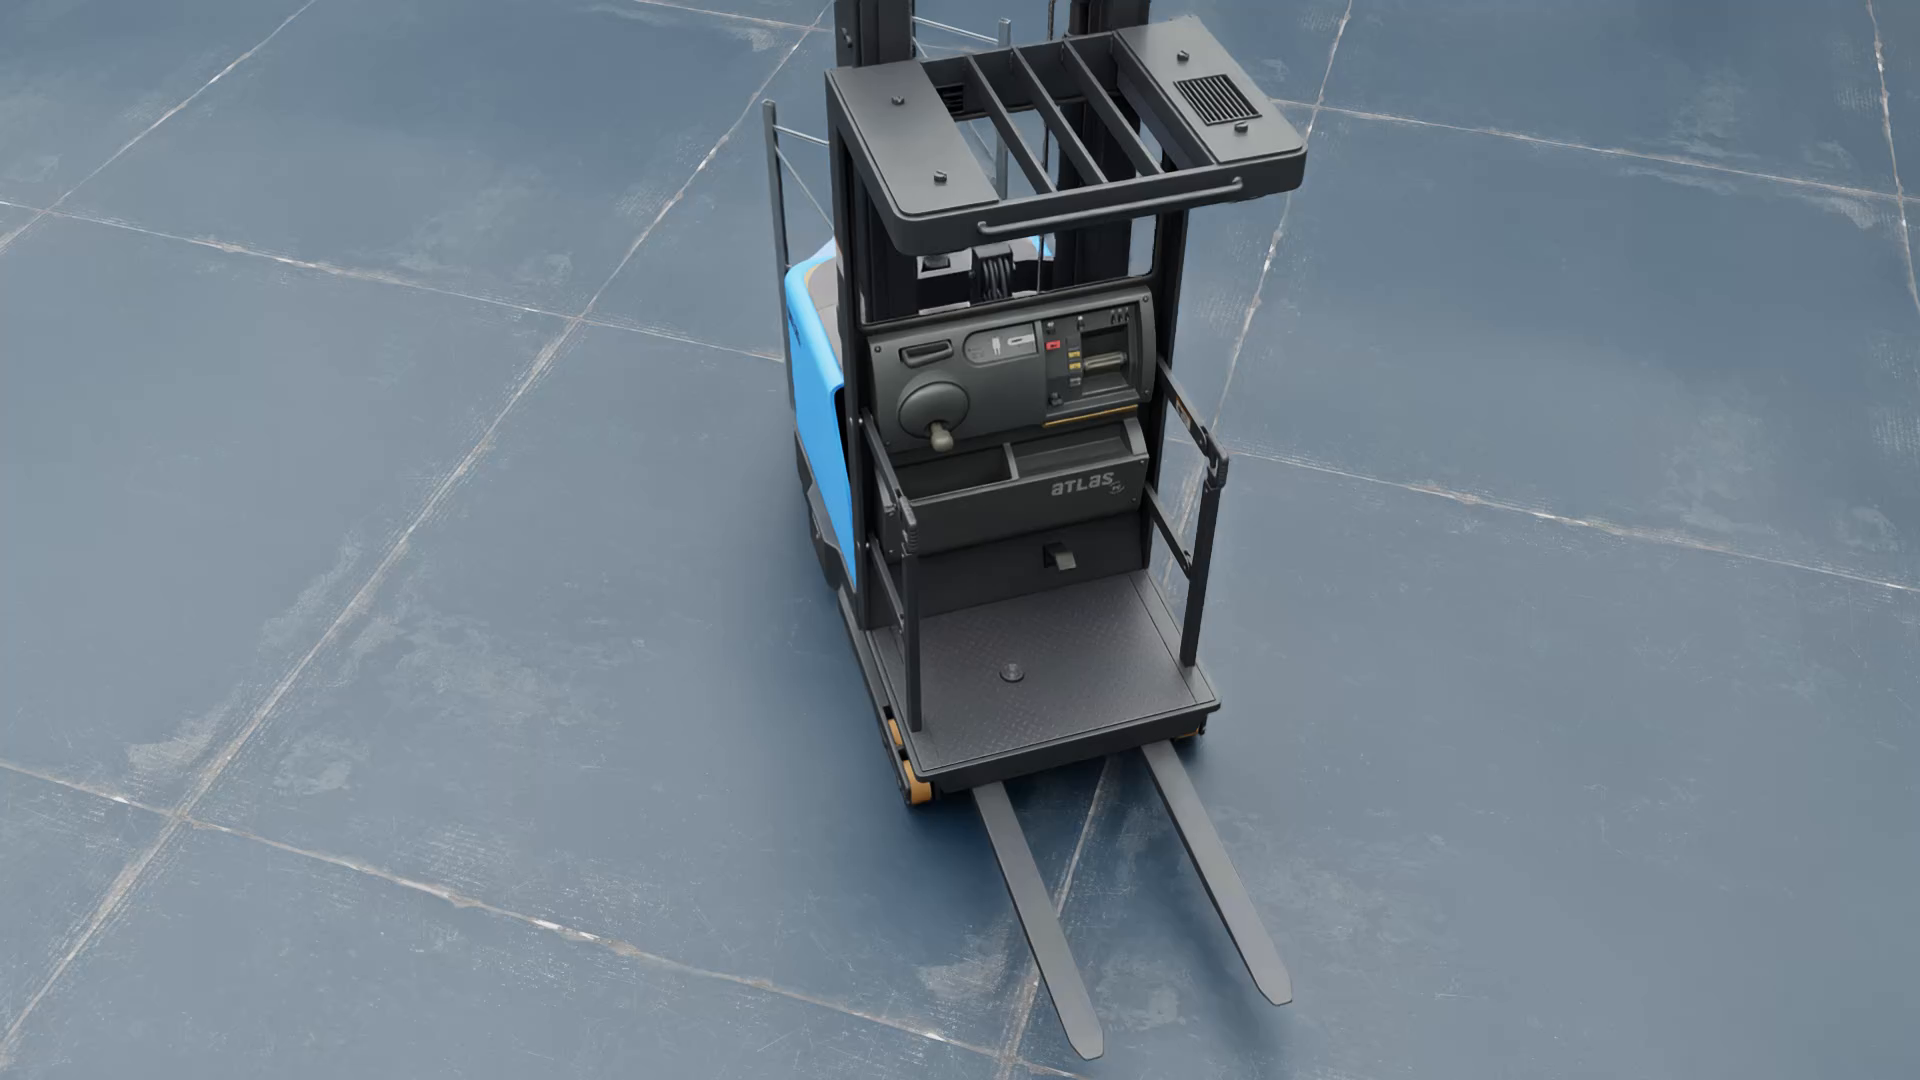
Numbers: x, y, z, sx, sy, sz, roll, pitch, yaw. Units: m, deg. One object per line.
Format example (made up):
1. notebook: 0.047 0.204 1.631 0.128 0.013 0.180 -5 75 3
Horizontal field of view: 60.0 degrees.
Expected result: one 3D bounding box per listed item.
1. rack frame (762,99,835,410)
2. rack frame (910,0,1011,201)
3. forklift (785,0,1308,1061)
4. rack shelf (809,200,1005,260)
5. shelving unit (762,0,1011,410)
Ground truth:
1. rack frame: -0.529 -1.044 6.744 0.500 1.500 0.032 22 49 21
2. rack frame: -0.015 -1.657 7.371 0.500 1.500 0.032 22 49 21
3. forklift: 0.241 -0.443 5.107 1.130 2.935 3.031 -12 46 -12
4. rack shelf: -0.272 -1.222 7.183 0.538 0.185 1.000 22 49 21
5. shelving unit: -0.272 -1.350 7.058 0.538 1.500 1.048 22 49 21
